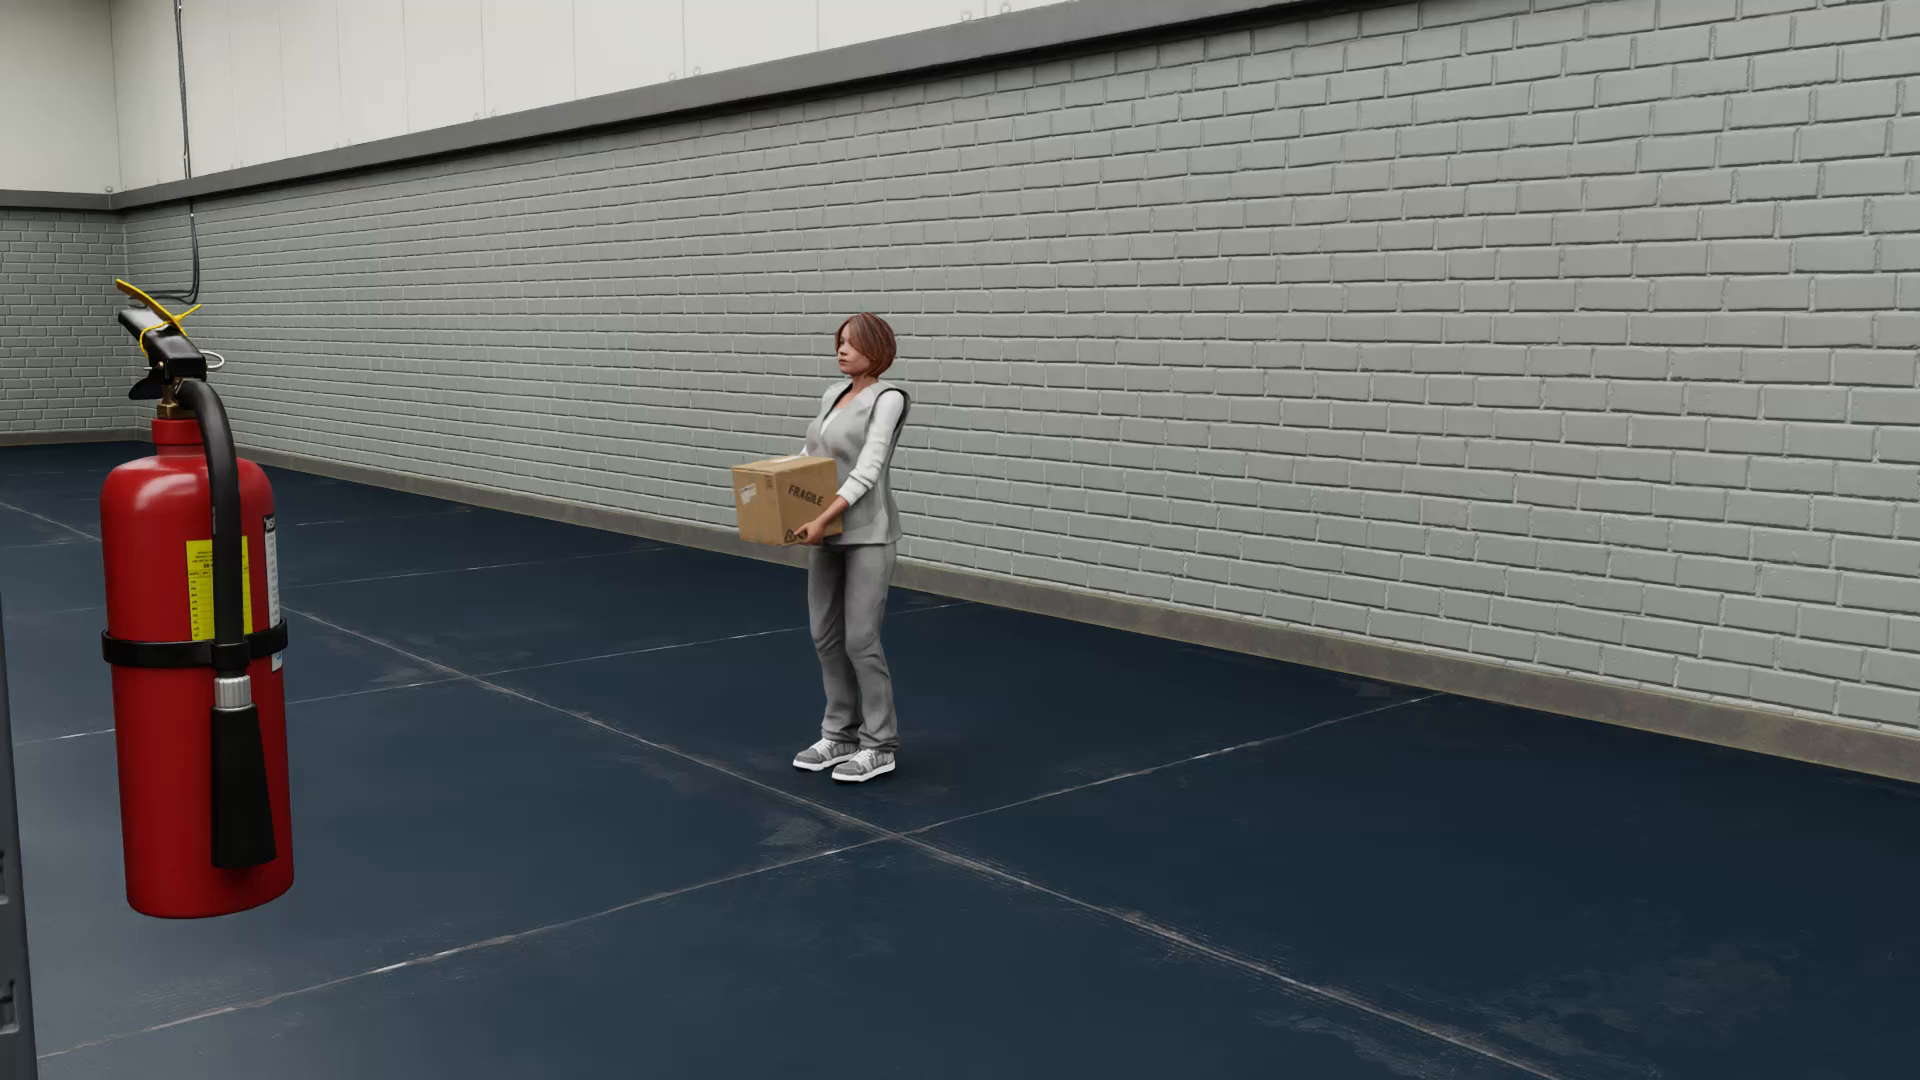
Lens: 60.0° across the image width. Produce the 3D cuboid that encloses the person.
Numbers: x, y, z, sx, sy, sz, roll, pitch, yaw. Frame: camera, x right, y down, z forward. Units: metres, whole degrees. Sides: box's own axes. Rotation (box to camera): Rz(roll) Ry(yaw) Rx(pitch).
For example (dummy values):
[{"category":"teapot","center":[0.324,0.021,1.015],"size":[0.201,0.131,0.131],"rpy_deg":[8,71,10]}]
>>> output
[{"category":"person","center":[-0.367,0.018,5.703],"size":[0.347,1.592,0.481],"rpy_deg":[-8,11,-44]}]
